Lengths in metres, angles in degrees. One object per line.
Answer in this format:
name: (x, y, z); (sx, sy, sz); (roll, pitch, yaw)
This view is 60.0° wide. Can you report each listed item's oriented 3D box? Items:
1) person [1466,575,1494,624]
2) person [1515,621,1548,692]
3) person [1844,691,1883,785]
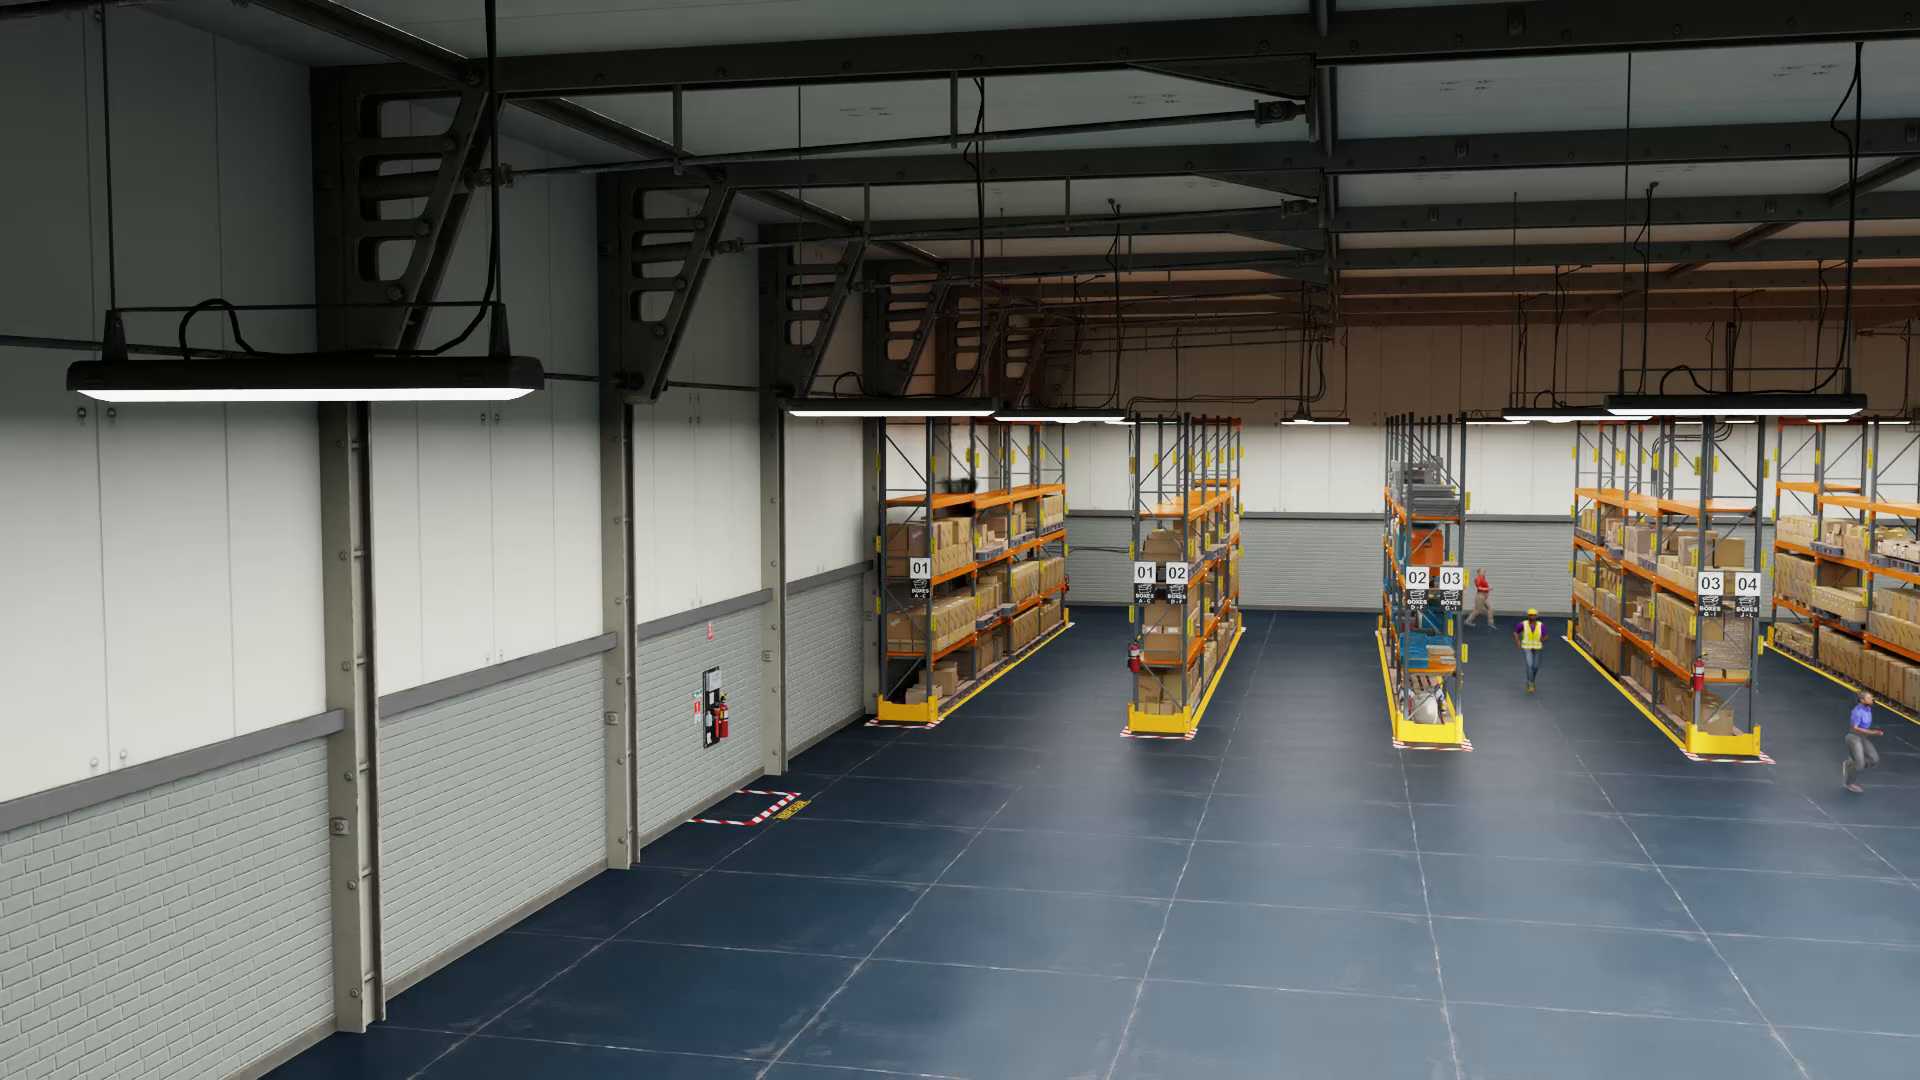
person: (14.818, 1.688, 47.351); (0.751, 1.384, 0.628); (3, 5, 34)
person: (12.468, 2.508, 36.277); (0.674, 1.522, 0.853); (1, 4, 8)
person: (14.212, 3.022, 26.085); (0.617, 1.294, 0.563); (-3, 5, -38)
